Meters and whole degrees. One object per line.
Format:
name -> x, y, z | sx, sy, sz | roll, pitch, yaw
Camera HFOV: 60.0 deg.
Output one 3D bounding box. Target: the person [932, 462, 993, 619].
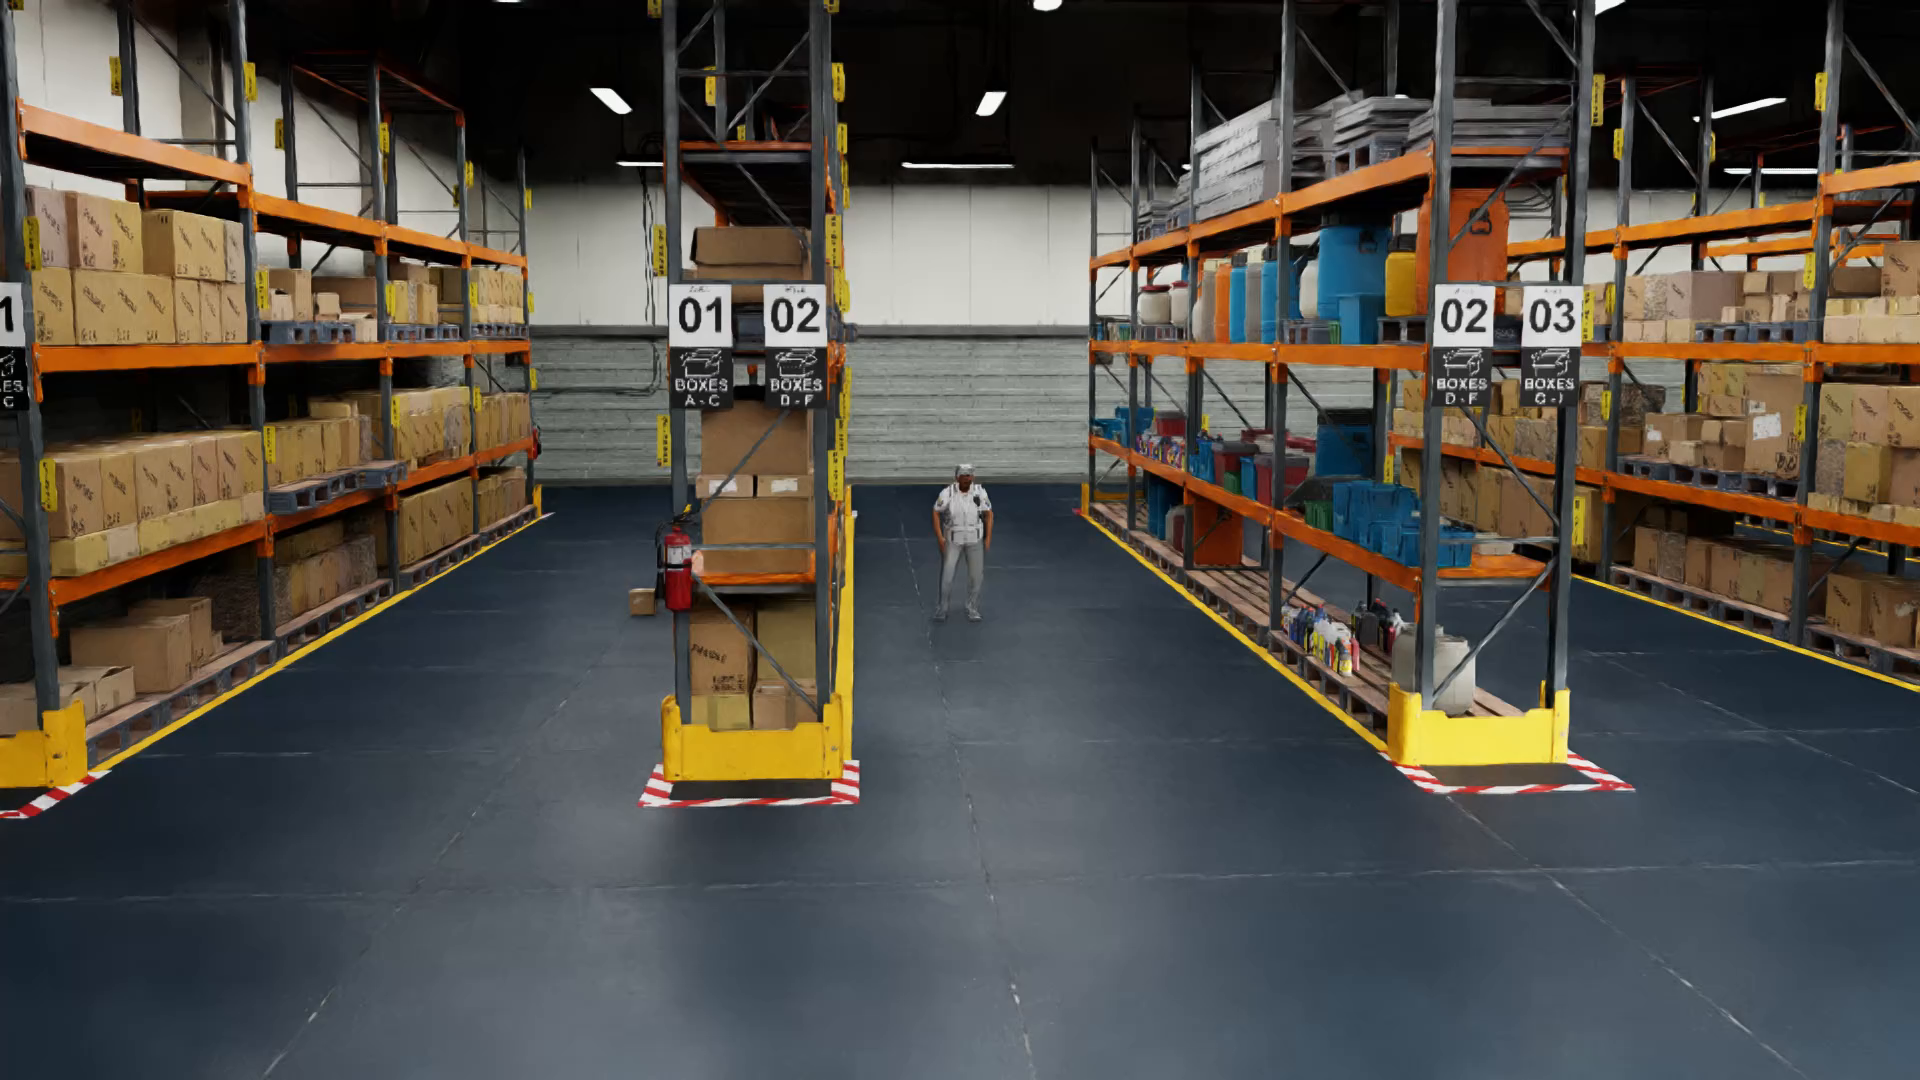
person -> 0.028, 0.012, 16.807 | 0.621, 1.619, 0.556 | -1, 7, -5
